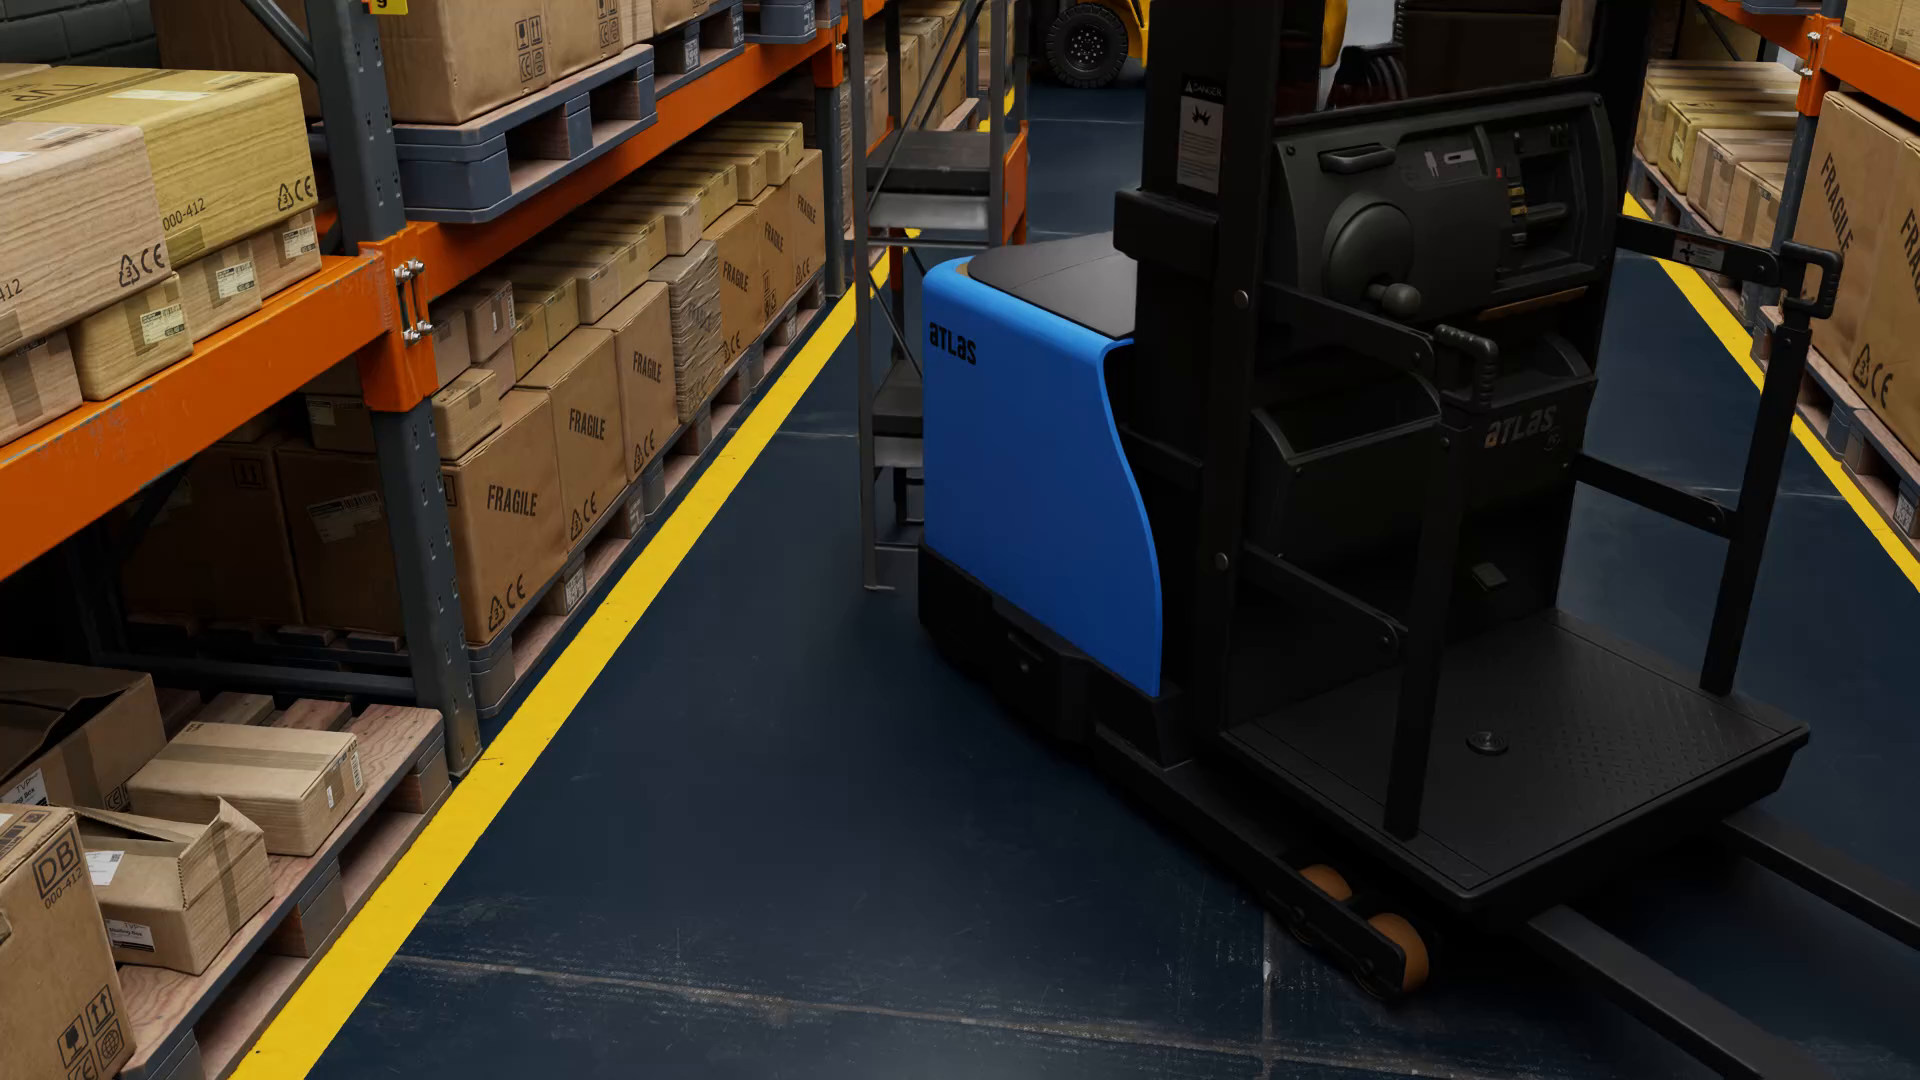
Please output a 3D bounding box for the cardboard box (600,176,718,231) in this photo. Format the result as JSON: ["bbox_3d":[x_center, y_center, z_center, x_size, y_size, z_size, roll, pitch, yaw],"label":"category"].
[{"bbox_3d":[-1.090,-1.204,5.971,0.380,0.149,0.250,4,25,8],"label":"cardboard box"}]

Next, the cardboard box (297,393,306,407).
[{"bbox_3d":[-1.871,-0.474,4.412,0.380,0.149,0.250,4,25,9],"label":"cardboard box"}]

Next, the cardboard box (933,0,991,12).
[{"bbox_3d":[0.012,-3.762,11.317,0.500,0.250,0.500,4,25,8],"label":"cardboard box"}]

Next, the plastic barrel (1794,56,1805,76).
[{"bbox_3d":[6.331,-3.379,11.969,0.421,0.421,0.512,-20,32,-36],"label":"plastic barrel"}]

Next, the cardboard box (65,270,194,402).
[{"bbox_3d":[-1.527,-0.352,2.761,0.380,0.149,0.250,5,25,10],"label":"cardboard box"}]

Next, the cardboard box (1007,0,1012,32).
[{"bbox_3d":[0.087,-3.747,11.875,0.500,0.250,0.500,4,25,8],"label":"cardboard box"}]

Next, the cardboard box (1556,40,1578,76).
[{"bbox_3d":[4.429,-3.276,11.458,0.500,0.250,0.500,3,25,7],"label":"cardboard box"}]

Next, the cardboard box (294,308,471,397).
[{"bbox_3d":[-1.423,-0.460,4.032,0.380,0.149,0.250,4,25,8],"label":"cardboard box"}]

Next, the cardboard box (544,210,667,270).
[{"bbox_3d":[-1.196,-0.987,5.508,0.380,0.149,0.250,4,25,9],"label":"cardboard box"}]

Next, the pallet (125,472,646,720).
[{"bbox_3d":[-1.589,0.082,4.825,1.003,0.211,1.213,4,25,9],"label":"pallet"}]

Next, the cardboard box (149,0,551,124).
[{"bbox_3d":[-1.384,-1.260,3.791,0.700,0.500,0.500,5,25,10],"label":"cardboard box"}]

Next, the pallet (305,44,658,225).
[{"bbox_3d":[-1.446,-1.078,4.240,1.003,0.211,1.213,4,25,9],"label":"pallet"}]

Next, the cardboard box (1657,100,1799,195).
[{"bbox_3d":[4.212,-2.030,8.653,0.950,0.372,0.625,5,26,10],"label":"cardboard box"}]

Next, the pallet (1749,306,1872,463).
[{"bbox_3d":[3.664,-0.581,6.242,1.003,0.211,1.213,4,25,9],"label":"pallet"}]

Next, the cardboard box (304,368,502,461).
[{"bbox_3d":[-1.363,-0.321,4.086,0.380,0.149,0.250,5,26,11],"label":"cardboard box"}]

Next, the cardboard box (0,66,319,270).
[{"bbox_3d":[-1.527,-0.675,2.979,0.500,0.250,0.500,5,25,10],"label":"cardboard box"}]

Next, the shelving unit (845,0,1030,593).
[{"bbox_3d":[-0.046,-0.894,4.682,0.431,2.100,0.503,4,25,8],"label":"shelving unit"}]

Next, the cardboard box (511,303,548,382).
[{"bbox_3d":[-1.363,-0.551,4.576,0.380,0.149,0.250,3,25,6],"label":"cardboard box"}]

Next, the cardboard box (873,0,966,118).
[{"bbox_3d":[-0.451,-3.079,10.596,0.875,0.625,0.625,5,26,11],"label":"cardboard box"}]

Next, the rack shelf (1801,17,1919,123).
[{"bbox_3d":[3.540,-1.006,4.710,1.077,0.370,4.000,4,25,9],"label":"rack shelf"}]

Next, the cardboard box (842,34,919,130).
[{"bbox_3d":[-0.706,-2.441,9.232,0.875,0.625,0.625,3,25,6],"label":"cardboard box"}]

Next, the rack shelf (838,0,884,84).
[{"bbox_3d":[-0.704,-3.021,9.015,1.077,0.370,4.000,4,25,9],"label":"rack shelf"}]

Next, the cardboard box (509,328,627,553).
[{"bbox_3d":[-1.306,-0.306,4.819,0.500,0.500,0.500,4,25,8],"label":"cardboard box"}]

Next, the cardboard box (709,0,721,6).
[{"bbox_3d":[-1.115,-2.052,5.479,0.797,0.503,0.637,3,25,7],"label":"cardboard box"}]

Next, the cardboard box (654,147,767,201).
[{"bbox_3d":[-0.962,-1.415,6.423,0.380,0.149,0.250,3,25,7],"label":"cardboard box"}]

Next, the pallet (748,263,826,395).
[{"bbox_3d":[-1.190,-0.938,7.005,1.003,0.211,1.213,4,25,9],"label":"pallet"}]

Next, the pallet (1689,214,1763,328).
[{"bbox_3d":[3.996,-1.232,7.633,1.003,0.211,1.213,4,25,9],"label":"pallet"}]

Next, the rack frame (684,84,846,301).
[{"bbox_3d":[-1.030,-2.511,7.076,1.000,3.000,0.127,4,25,9],"label":"rack frame"}]

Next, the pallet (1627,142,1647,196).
[{"bbox_3d":[4.395,-2.253,9.814,1.003,0.211,1.213,4,25,9],"label":"pallet"}]

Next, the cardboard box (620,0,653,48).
[{"bbox_3d":[-1.079,-1.522,4.626,0.396,0.266,0.258,5,26,11],"label":"cardboard box"}]

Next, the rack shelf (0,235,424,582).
[{"bbox_3d":[-2.011,0.324,1.867,1.077,0.370,4.000,4,25,9],"label":"rack shelf"}]

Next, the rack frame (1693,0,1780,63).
[{"bbox_3d":[4.521,-3.841,9.918,1.000,3.000,0.127,4,25,9],"label":"rack frame"}]

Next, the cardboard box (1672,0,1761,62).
[{"bbox_3d":[4.884,-3.354,10.740,0.500,0.500,0.500,5,26,11],"label":"cardboard box"}]

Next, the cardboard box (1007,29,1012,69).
[{"bbox_3d":[0.097,-3.521,11.983,0.500,0.250,0.500,3,25,7],"label":"cardboard box"}]

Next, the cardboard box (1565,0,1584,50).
[{"bbox_3d":[4.434,-3.605,11.276,0.500,0.500,0.500,4,25,9],"label":"cardboard box"}]

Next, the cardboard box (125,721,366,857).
[{"bbox_3d":[-1.485,0.517,3.476,0.380,0.149,0.250,3,25,7],"label":"cardboard box"}]

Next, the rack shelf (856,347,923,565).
[{"bbox_3d":[-0.046,-0.247,4.984,0.431,0.518,0.480,4,25,8],"label":"rack shelf"}]

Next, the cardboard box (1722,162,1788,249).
[{"bbox_3d":[3.969,-1.404,7.316,0.950,0.372,0.625,2,25,5],"label":"cardboard box"}]

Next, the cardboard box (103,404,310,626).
[{"bbox_3d":[-1.896,-0.122,4.425,0.500,0.500,0.500,4,25,8],"label":"cardboard box"}]

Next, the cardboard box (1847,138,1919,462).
[{"bbox_3d":[3.522,-0.740,5.304,0.875,0.875,0.875,4,25,9],"label":"cardboard box"}]

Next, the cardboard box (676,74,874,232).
[{"bbox_3d":[-0.915,-1.885,8.045,0.875,0.625,0.625,5,26,10],"label":"cardboard box"}]

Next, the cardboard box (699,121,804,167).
[{"bbox_3d":[-0.861,-1.639,6.900,0.380,0.149,0.250,3,25,6],"label":"cardboard box"}]

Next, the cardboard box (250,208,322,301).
[{"bbox_3d":[-1.487,-0.573,3.233,0.380,0.149,0.250,4,25,9],"label":"cardboard box"}]

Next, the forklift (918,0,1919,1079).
[{"bbox_3d":[1.112,-0.646,3.172,1.130,2.935,3.031,-15,29,-30],"label":"forklift"}]

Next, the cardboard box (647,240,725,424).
[{"bbox_3d":[-1.129,-0.731,5.726,0.500,0.500,0.500,3,25,7],"label":"cardboard box"}]

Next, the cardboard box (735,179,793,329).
[{"bbox_3d":[-0.980,-1.168,6.661,0.500,0.500,0.500,4,25,8],"label":"cardboard box"}]

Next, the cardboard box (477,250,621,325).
[{"bbox_3d":[-1.254,-0.768,5.041,0.380,0.149,0.250,4,25,8],"label":"cardboard box"}]

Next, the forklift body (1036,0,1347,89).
[{"bbox_3d":[1.767,-4.553,12.439,2.313,2.155,1.214,4,25,9],"label":"forklift body"}]

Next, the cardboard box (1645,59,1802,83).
[{"bbox_3d":[4.438,-2.622,9.917,0.950,0.372,0.625,4,25,9],"label":"cardboard box"}]

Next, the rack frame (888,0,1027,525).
[{"bbox_3d":[-0.008,-0.996,4.900,0.400,2.100,0.015,4,25,8],"label":"rack frame"}]

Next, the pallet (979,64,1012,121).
[{"bbox_3d":[-0.205,-3.251,11.945,1.003,0.211,1.213,4,25,9],"label":"pallet"}]

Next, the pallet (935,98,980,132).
[{"bbox_3d":[-0.459,-2.610,10.577,1.003,0.211,1.213,4,25,9],"label":"pallet"}]

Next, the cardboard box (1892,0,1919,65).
[{"bbox_3d":[3.472,-1.697,5.515,0.500,0.250,0.500,3,25,7],"label":"cardboard box"}]

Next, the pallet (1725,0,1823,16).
[{"bbox_3d":[3.879,-2.387,7.037,1.213,0.211,1.003,4,25,9],"label":"pallet"}]

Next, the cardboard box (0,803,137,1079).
[{"bbox_3d":[-1.797,0.739,2.587,0.700,0.500,0.500,3,25,7],"label":"cardboard box"}]
